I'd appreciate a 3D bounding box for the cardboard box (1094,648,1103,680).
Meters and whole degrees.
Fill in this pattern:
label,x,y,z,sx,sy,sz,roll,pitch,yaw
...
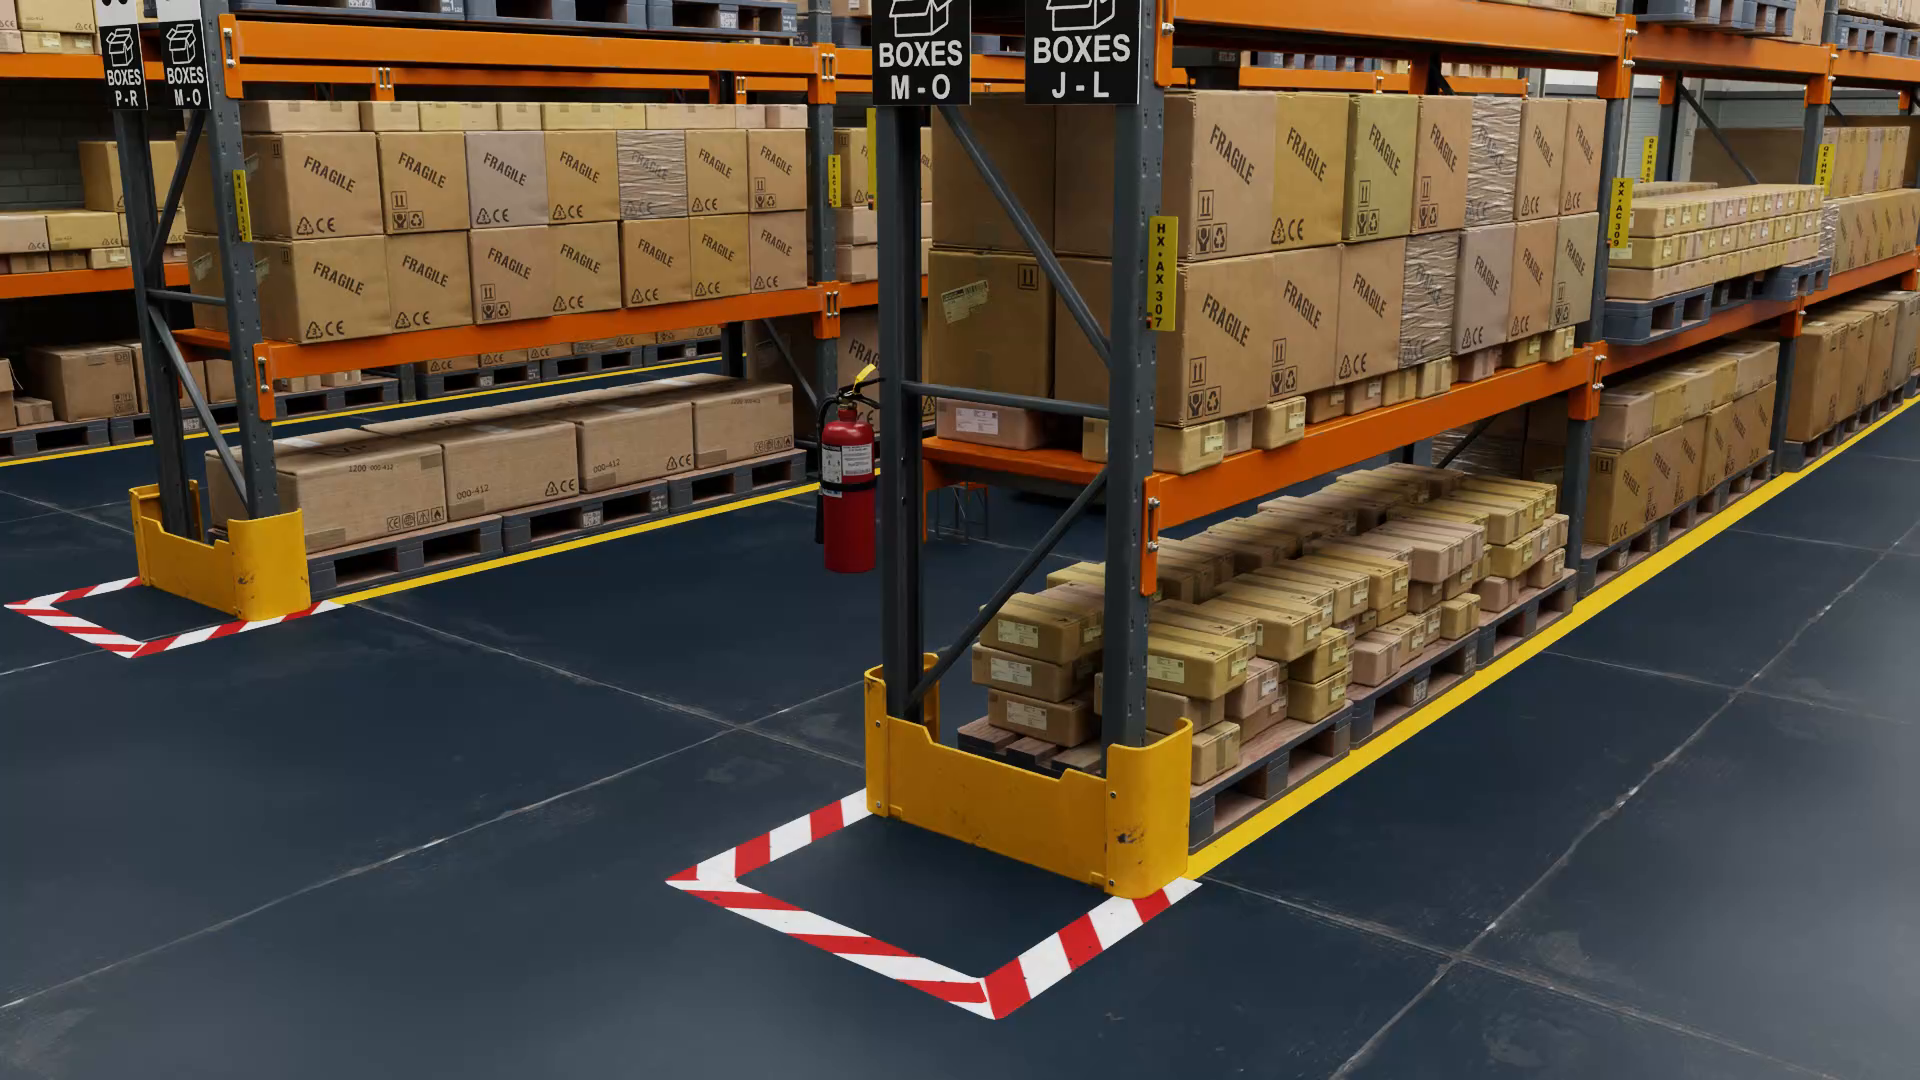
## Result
label,x,y,z,sx,sy,sz,roll,pitch,yaw
cardboard box,0.473,0.415,6.229,0.380,0.149,0.250,11,18,36

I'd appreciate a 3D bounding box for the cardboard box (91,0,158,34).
label,x,y,z,sx,sy,sz,roll,pitch,yaw
cardboard box,-6.186,-3.813,12.149,0.500,0.250,0.500,11,18,37

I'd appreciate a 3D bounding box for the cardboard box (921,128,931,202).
label,x,y,z,sx,sy,sz,roll,pitch,yaw
cardboard box,-0.444,-2.619,11.607,0.500,0.500,0.500,11,18,37

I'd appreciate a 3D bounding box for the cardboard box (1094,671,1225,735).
label,x,y,z,sx,sy,sz,roll,pitch,yaw
cardboard box,0.686,0.542,5.732,0.380,0.149,0.250,12,19,40

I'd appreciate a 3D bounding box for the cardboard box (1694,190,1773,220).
label,x,y,z,sx,sy,sz,roll,pitch,yaw
cardboard box,4.419,-1.922,9.545,0.380,0.149,0.250,12,19,40

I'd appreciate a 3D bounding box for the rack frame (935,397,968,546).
label,x,y,z,sx,sy,sz,roll,pitch,yaw
rack frame,-0.048,-0.567,9.417,0.240,1.200,0.006,11,18,38

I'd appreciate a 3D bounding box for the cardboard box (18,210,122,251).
label,x,y,z,sx,sy,sz,roll,pitch,yaw
cardboard box,-6.492,-2.257,12.115,0.500,0.250,0.500,11,18,36

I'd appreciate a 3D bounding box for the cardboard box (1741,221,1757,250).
label,x,y,z,sx,sy,sz,roll,pitch,yaw
cardboard box,4.258,-1.728,9.386,0.380,0.149,0.250,11,18,36

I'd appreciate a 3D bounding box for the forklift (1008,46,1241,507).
label,x,y,z,sx,sy,sz,roll,pitch,yaw
forklift,1.644,-1.883,11.084,1.130,2.935,3.031,12,19,40

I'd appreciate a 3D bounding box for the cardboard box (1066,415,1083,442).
label,x,y,z,sx,sy,sz,roll,pitch,yaw
cardboard box,0.328,-0.458,5.844,0.380,0.149,0.250,11,18,37

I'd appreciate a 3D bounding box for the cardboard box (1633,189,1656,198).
label,x,y,z,sx,sy,sz,roll,pitch,yaw
cardboard box,3.919,-2.024,9.945,0.380,0.149,0.250,12,19,39

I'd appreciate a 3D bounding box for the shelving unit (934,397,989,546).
label,x,y,z,sx,sy,sz,roll,pitch,yaw
shelving unit,0.009,-0.584,9.486,0.258,1.200,0.189,11,18,38

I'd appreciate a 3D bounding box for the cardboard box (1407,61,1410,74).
label,x,y,z,sx,sy,sz,roll,pitch,yaw
cardboard box,4.638,-4.978,17.545,0.380,0.149,0.250,12,19,39

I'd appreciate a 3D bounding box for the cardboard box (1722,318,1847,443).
label,x,y,z,sx,sy,sz,roll,pitch,yaw
cardboard box,5.638,-1.180,11.891,1.050,0.750,0.750,11,18,37

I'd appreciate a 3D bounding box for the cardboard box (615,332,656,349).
label,x,y,z,sx,sy,sz,roll,pitch,yaw
cardboard box,-3.340,-2.161,16.261,0.500,0.500,0.500,12,19,40

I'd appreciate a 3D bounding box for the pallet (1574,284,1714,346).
label,x,y,z,sx,sy,sz,roll,pitch,yaw
pallet,3.265,-1.229,8.757,1.003,0.211,1.213,11,18,38

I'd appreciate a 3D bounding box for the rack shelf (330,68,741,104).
label,x,y,z,sx,sy,sz,roll,pitch,yaw
rack shelf,-3.849,-4.200,15.433,1.077,0.370,4.000,11,18,38

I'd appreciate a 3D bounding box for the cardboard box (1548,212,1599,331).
label,x,y,z,sx,sy,sz,roll,pitch,yaw
cardboard box,2.587,-1.254,7.660,0.500,0.500,0.500,11,18,38

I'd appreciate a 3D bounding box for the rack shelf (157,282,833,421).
label,x,y,z,sx,sy,sz,roll,pitch,yaw
rack shelf,-2.499,-1.213,9.766,1.077,0.370,4.000,11,18,38

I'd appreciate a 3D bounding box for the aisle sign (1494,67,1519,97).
label,x,y,z,sx,sy,sz,roll,pitch,yaw
aisle sign,6.564,-5.470,19.781,0.394,0.787,0.004,11,18,38

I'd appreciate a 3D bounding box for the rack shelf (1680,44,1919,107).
label,x,y,z,sx,sy,sz,roll,pitch,yaw
rack shelf,6.442,-3.452,12.488,1.077,0.370,4.000,11,18,38

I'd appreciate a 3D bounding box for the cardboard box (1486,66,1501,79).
label,x,y,z,sx,sy,sz,roll,pitch,yaw
cardboard box,5.969,-5.365,19.067,0.380,0.149,0.250,12,19,39

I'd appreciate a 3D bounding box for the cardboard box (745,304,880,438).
label,x,y,z,sx,sy,sz,roll,pitch,yaw
cardboard box,-0.915,-1.249,11.911,0.875,0.875,0.875,12,19,39

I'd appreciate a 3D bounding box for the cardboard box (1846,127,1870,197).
label,x,y,z,sx,sy,sz,roll,pitch,yaw
cardboard box,6.434,-2.875,12.614,0.700,0.500,0.500,11,18,37

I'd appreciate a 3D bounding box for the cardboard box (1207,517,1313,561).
label,x,y,z,sx,sy,sz,roll,pitch,yaw
cardboard box,1.291,0.021,7.176,0.380,0.149,0.250,11,18,38

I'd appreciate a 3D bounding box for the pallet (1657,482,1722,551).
label,x,y,z,sx,sy,sz,roll,pitch,yaw
pallet,3.926,-0.230,10.101,1.003,0.211,1.213,11,18,38

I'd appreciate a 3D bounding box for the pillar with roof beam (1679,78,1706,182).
label,x,y,z,sx,sy,sz,roll,pitch,yaw
pillar with roof beam,23.502,-13.003,42.531,9.100,9.000,0.400,11,18,38

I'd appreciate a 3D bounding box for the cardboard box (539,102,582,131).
label,x,y,z,sx,sy,sz,roll,pitch,yaw
cardboard box,-2.311,-2.342,9.197,0.380,0.149,0.250,11,18,36

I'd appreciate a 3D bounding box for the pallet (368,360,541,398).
label,x,y,z,sx,sy,sz,roll,pitch,yaw
pallet,-4.624,-1.522,15.186,1.003,0.211,1.213,11,18,38

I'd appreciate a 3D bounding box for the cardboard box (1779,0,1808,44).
label,x,y,z,sx,sy,sz,roll,pitch,yaw
cardboard box,4.720,-3.220,9.910,0.500,0.500,0.500,11,18,38

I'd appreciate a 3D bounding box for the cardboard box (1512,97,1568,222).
label,x,y,z,sx,sy,sz,roll,pitch,yaw
cardboard box,2.265,-1.643,7.162,0.500,0.500,0.500,11,18,36

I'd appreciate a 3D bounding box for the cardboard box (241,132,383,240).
label,x,y,z,sx,sy,sz,roll,pitch,yaw
cardboard box,-3.233,-1.759,8.223,0.500,0.500,0.500,11,18,36

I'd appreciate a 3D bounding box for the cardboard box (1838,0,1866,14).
label,x,y,z,sx,sy,sz,roll,pitch,yaw
cardboard box,5.811,-3.731,11.251,0.500,0.311,0.500,11,18,38

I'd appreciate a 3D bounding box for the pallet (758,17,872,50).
label,x,y,z,sx,sy,sz,roll,pitch,yaw
pallet,-0.705,-3.489,11.561,0.805,0.209,1.217,10,18,35

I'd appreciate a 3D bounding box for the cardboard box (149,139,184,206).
label,x,y,z,sx,sy,sz,roll,pitch,yaw
cardboard box,-6.248,-2.903,13.135,0.500,0.500,0.500,11,18,36

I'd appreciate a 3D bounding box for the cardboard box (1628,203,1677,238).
label,x,y,z,sx,sy,sz,roll,pitch,yaw
cardboard box,3.277,-1.572,8.169,0.380,0.149,0.250,12,19,40

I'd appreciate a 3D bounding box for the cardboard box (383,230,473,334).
label,x,y,z,sx,sy,sz,roll,pitch,yaw
cardboard box,-2.935,-1.376,8.743,0.500,0.500,0.500,11,18,37

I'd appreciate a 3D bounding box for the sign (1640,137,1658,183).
label,x,y,z,sx,sy,sz,roll,pitch,yaw
sign,4.751,-2.610,11.455,0.100,0.325,0.005,11,18,38

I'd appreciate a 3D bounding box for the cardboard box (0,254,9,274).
label,x,y,z,sx,sy,sz,roll,pitch,yaw
cardboard box,-6.938,-1.956,11.741,0.380,0.149,0.250,11,18,37

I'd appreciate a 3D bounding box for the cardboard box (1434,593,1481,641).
label,x,y,z,sx,sy,sz,roll,pitch,yaw
cardboard box,2.039,0.306,7.262,0.380,0.149,0.250,11,18,37

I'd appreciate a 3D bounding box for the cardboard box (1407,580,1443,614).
label,x,y,z,sx,sy,sz,roll,pitch,yaw
cardboard box,1.842,0.186,7.130,0.380,0.149,0.250,10,17,35

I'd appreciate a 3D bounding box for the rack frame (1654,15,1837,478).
label,x,y,z,sx,sy,sz,roll,pitch,yaw
rack frame,5.185,-1.964,11.261,1.000,3.000,0.127,11,18,38

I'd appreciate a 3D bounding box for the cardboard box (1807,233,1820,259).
label,x,y,z,sx,sy,sz,roll,pitch,yaw
cardboard box,5.233,-1.880,10.589,0.380,0.149,0.250,12,18,38

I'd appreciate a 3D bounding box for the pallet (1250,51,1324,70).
label,x,y,z,sx,sy,sz,roll,pitch,yaw
pallet,2.665,-4.539,15.686,1.213,0.211,1.003,11,18,38

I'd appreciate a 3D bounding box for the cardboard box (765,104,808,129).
label,x,y,z,sx,sy,sz,roll,pitch,yaw
cardboard box,-1.188,-2.684,10.544,0.380,0.149,0.250,11,18,36

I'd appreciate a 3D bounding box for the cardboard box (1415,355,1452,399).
label,x,y,z,sx,sy,sz,roll,pitch,yaw
cardboard box,1.747,-0.675,6.697,0.380,0.149,0.250,12,18,39

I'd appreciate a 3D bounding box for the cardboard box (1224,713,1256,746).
label,x,y,z,sx,sy,sz,roll,pitch,yaw
cardboard box,0.836,0.633,5.977,0.380,0.149,0.250,11,18,37

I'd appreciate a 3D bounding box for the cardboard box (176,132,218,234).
label,x,y,z,sx,sy,sz,roll,pitch,yaw
cardboard box,-3.639,-1.841,8.543,0.500,0.500,0.500,12,19,39

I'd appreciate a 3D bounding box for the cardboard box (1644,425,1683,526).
label,x,y,z,sx,sy,sz,roll,pitch,yaw
cardboard box,3.673,-0.392,9.297,0.500,0.500,0.500,12,19,40

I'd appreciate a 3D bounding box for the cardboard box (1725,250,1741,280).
label,x,y,z,sx,sy,sz,roll,pitch,yaw
cardboard box,4.093,-1.535,9.230,0.380,0.149,0.250,11,18,37

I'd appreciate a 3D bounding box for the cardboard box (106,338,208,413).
label,x,y,z,sx,sy,sz,roll,pitch,yaw
cardboard box,-6.184,-1.284,12.808,0.500,0.500,0.500,12,18,39

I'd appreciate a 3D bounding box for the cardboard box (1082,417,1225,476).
label,x,y,z,sx,sy,sz,roll,pitch,yaw
cardboard box,0.616,-0.321,5.306,0.380,0.149,0.250,11,18,37

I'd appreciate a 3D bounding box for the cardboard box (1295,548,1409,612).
label,x,y,z,sx,sy,sz,roll,pitch,yaw
cardboard box,1.563,0.155,6.649,0.380,0.149,0.250,12,18,38

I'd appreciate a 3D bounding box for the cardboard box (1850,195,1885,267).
label,x,y,z,sx,sy,sz,roll,pitch,yaw
cardboard box,6.627,-2.346,12.562,0.500,0.500,0.500,11,18,37

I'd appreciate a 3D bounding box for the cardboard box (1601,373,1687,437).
label,x,y,z,sx,sy,sz,roll,pitch,yaw
cardboard box,3.674,-0.756,9.209,0.500,0.250,0.500,12,18,39

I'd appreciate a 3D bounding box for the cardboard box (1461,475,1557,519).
label,x,y,z,sx,sy,sz,roll,pitch,yaw
cardboard box,2.650,-0.200,8.045,0.380,0.149,0.250,12,18,39
